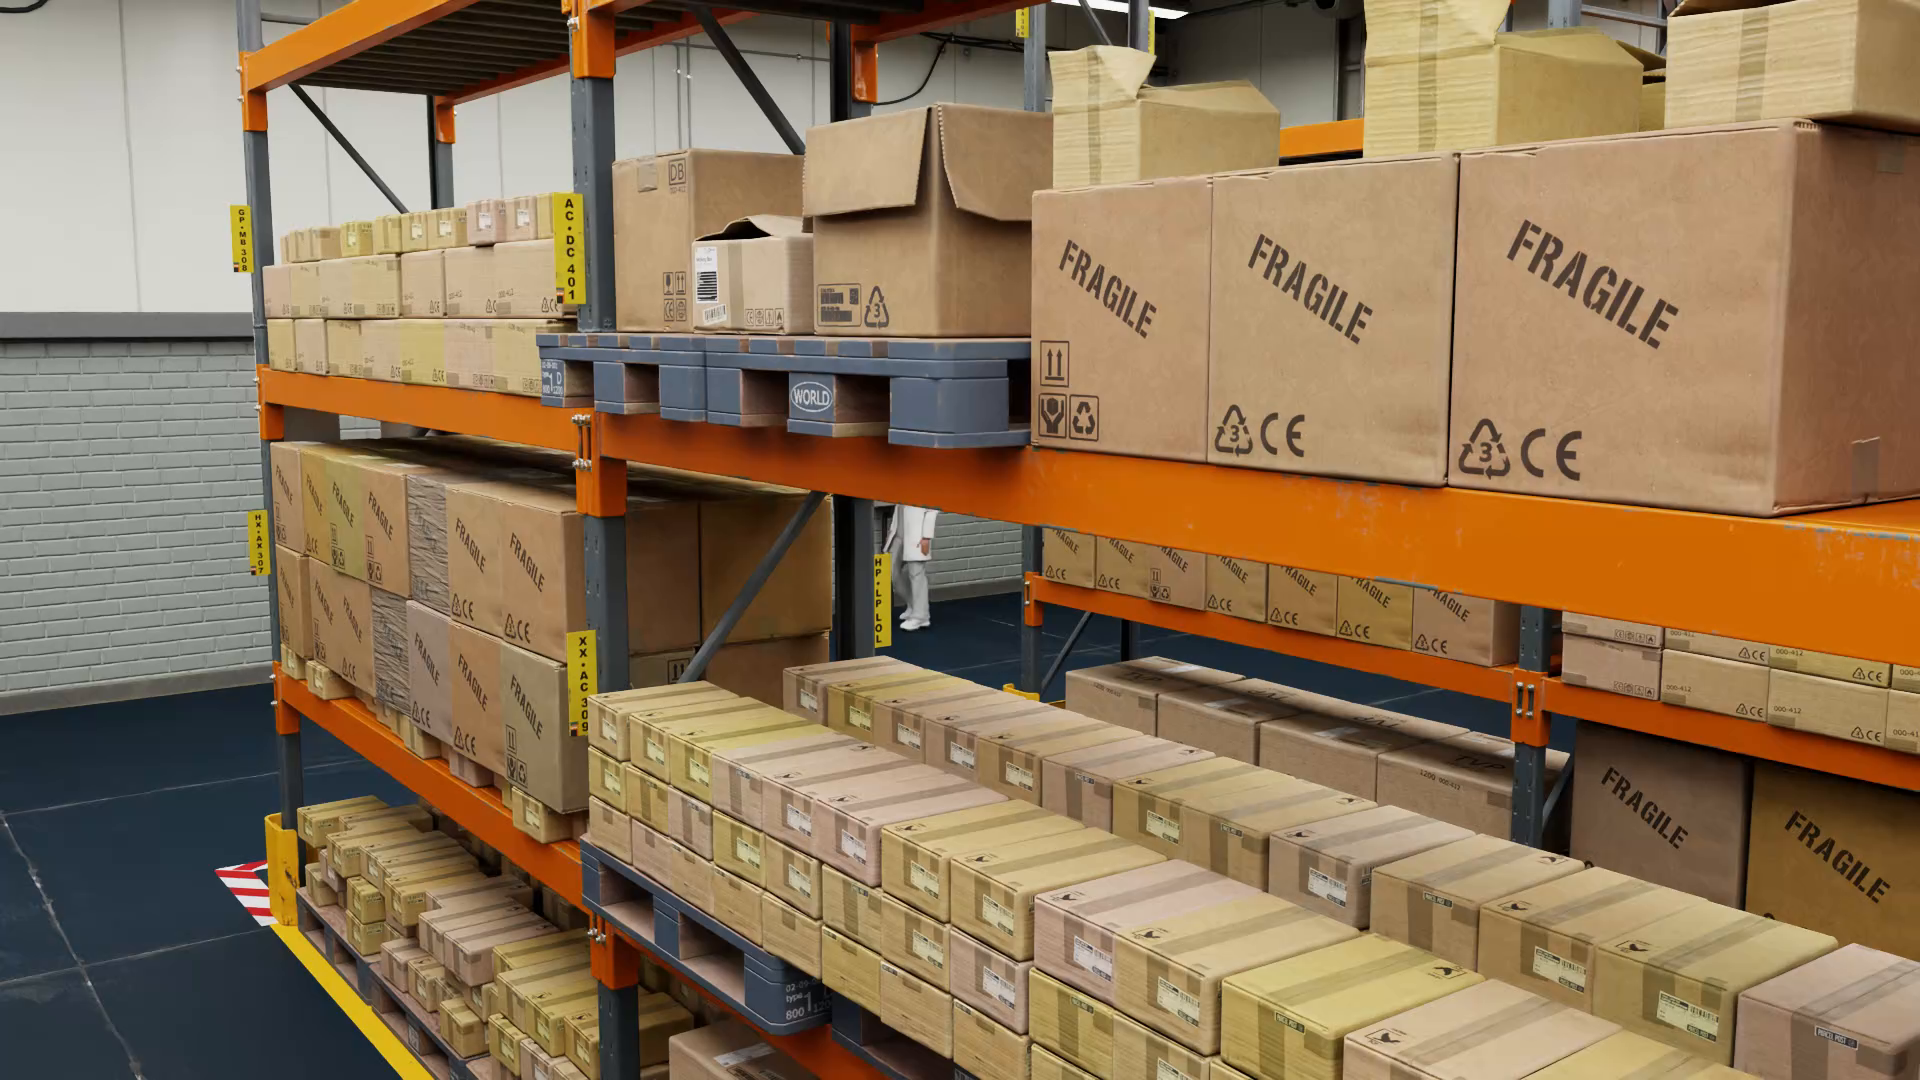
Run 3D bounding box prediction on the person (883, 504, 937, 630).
[{"bbox_3d":[-0.467,-0.030,16.457,0.518,1.786,0.606,-7,10,-40],"label":"person"}]
